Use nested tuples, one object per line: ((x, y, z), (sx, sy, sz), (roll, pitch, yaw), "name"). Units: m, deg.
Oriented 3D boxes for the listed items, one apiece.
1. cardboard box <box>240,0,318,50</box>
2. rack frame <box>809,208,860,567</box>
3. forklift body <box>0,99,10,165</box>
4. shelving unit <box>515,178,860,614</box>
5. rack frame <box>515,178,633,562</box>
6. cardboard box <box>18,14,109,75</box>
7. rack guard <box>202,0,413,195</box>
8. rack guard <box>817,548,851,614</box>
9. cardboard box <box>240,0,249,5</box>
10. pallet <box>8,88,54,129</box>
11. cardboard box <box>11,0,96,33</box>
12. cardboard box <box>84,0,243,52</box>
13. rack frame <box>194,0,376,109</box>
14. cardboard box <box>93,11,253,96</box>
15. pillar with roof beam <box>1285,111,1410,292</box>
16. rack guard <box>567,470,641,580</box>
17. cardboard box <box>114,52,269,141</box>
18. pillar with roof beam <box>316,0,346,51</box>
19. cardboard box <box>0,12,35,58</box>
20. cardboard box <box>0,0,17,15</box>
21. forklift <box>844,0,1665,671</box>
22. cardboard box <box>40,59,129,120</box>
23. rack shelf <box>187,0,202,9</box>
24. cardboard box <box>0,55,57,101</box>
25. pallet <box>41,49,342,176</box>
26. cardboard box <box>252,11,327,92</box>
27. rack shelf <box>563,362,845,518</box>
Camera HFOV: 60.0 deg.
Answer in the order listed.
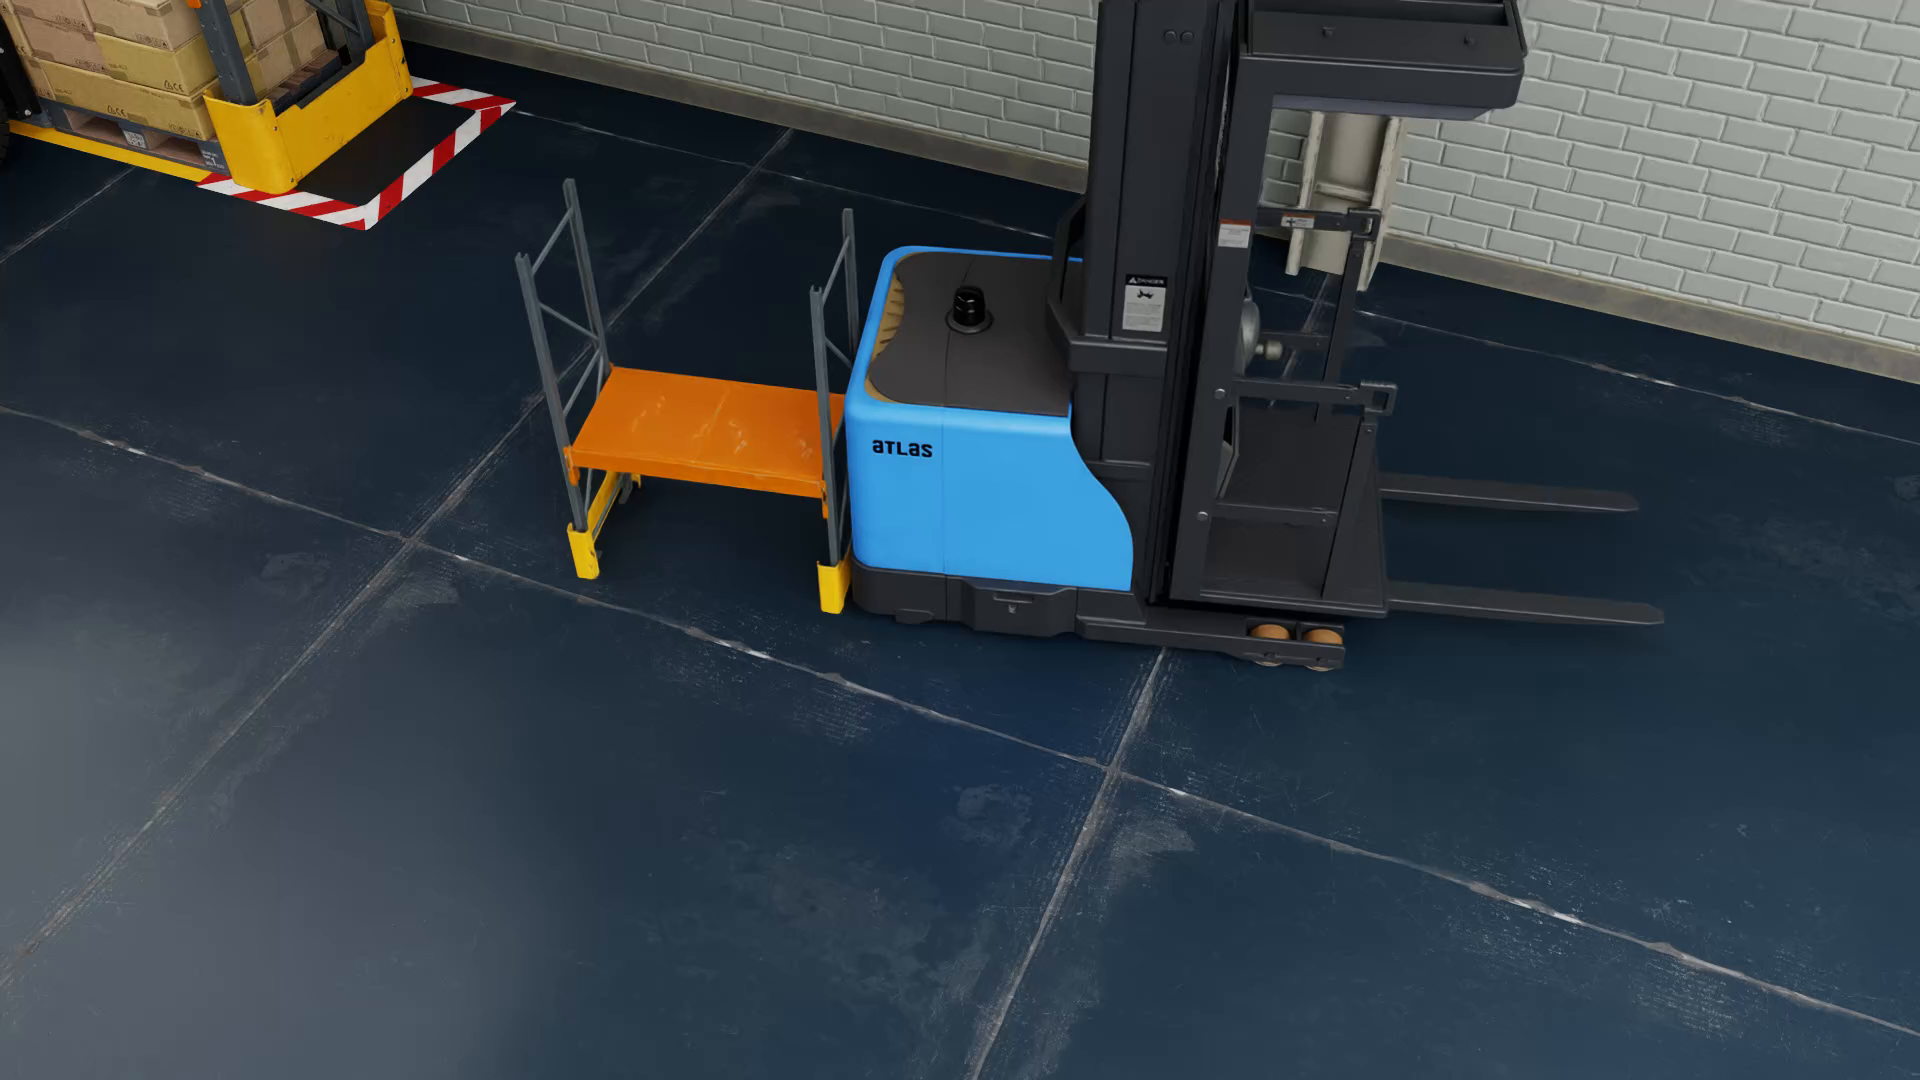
((-3.783, -2.869, 8.805), (0.500, 0.250, 0.500), (17, 47, 17), "cardboard box")
((-0.432, -0.449, 6.138), (0.032, 1.500, 0.500), (8, 45, 8), "rack frame")
((-5.882, -2.282, 7.518), (1.214, 2.155, 2.313), (16, 47, 16), "forklift body")
((-0.941, -0.516, 6.205), (1.083, 1.500, 0.587), (8, 45, 8), "shelving unit")
((-1.432, -0.581, 6.271), (0.032, 1.500, 0.500), (8, 45, 8), "rack frame")
((-4.458, -2.678, 8.613), (0.500, 0.250, 0.500), (16, 47, 15), "cardboard box")
((-3.407, -2.363, 8.770), (0.348, 0.500, 1.175), (16, 47, 16), "rack guard")
((-0.451, -0.008, 6.581), (0.087, 0.250, 0.587), (8, 45, 8), "rack guard")
((-3.800, -3.038, 8.619), (0.500, 0.250, 0.500), (16, 47, 15), "cardboard box")
((-5.273, -2.779, 9.394), (1.213, 0.211, 1.003), (16, 47, 16), "pallet")
((-4.448, -2.841, 8.421), (0.500, 0.250, 0.500), (17, 47, 17), "cardboard box")
((-3.974, -2.706, 8.286), (0.500, 0.250, 0.500), (18, 48, 17), "cardboard box")
((-3.429, -3.255, 7.895), (0.127, 3.000, 1.000), (16, 47, 16), "rack frame")
((-3.999, -2.535, 8.469), (0.500, 0.250, 0.500), (16, 47, 15), "cardboard box")
((0.155, -1.726, 2.105), (0.400, 9.000, 9.100), (16, 47, 16), "pillar with roof beam")
((-1.430, -0.138, 6.711), (0.087, 0.250, 0.587), (8, 45, 8), "rack guard")
((-3.985, -2.351, 8.638), (0.500, 0.250, 0.500), (17, 47, 16), "cardboard box")
((-5.382, -3.355, 3.742), (0.400, 9.000, 9.100), (16, 47, 16), "pillar with roof beam")
((-4.942, -2.805, 8.740), (0.500, 0.250, 0.500), (15, 47, 15), "cardboard box")
((-4.917, -2.971, 8.552), (0.500, 0.250, 0.500), (17, 47, 16), "cardboard box")
((1.140, -0.947, 5.624), (3.031, 2.935, 1.130), (5, 45, 5), "forklift")
((-4.440, -2.492, 8.780), (0.500, 0.250, 0.500), (16, 47, 16), "cardboard box")
((-5.275, -3.543, 8.695), (4.000, 0.370, 1.077), (16, 47, 16), "rack shelf")
((-4.898, -2.634, 8.923), (0.500, 0.250, 0.500), (17, 47, 16), "cardboard box")
((-4.151, -2.447, 9.060), (1.213, 0.211, 1.003), (16, 47, 16), "pallet")
((-3.807, -2.690, 8.979), (0.500, 0.250, 0.500), (17, 47, 16), "cardboard box")
((-0.932, -0.388, 6.331), (1.000, 0.185, 0.538), (8, 45, 8), "rack shelf")
